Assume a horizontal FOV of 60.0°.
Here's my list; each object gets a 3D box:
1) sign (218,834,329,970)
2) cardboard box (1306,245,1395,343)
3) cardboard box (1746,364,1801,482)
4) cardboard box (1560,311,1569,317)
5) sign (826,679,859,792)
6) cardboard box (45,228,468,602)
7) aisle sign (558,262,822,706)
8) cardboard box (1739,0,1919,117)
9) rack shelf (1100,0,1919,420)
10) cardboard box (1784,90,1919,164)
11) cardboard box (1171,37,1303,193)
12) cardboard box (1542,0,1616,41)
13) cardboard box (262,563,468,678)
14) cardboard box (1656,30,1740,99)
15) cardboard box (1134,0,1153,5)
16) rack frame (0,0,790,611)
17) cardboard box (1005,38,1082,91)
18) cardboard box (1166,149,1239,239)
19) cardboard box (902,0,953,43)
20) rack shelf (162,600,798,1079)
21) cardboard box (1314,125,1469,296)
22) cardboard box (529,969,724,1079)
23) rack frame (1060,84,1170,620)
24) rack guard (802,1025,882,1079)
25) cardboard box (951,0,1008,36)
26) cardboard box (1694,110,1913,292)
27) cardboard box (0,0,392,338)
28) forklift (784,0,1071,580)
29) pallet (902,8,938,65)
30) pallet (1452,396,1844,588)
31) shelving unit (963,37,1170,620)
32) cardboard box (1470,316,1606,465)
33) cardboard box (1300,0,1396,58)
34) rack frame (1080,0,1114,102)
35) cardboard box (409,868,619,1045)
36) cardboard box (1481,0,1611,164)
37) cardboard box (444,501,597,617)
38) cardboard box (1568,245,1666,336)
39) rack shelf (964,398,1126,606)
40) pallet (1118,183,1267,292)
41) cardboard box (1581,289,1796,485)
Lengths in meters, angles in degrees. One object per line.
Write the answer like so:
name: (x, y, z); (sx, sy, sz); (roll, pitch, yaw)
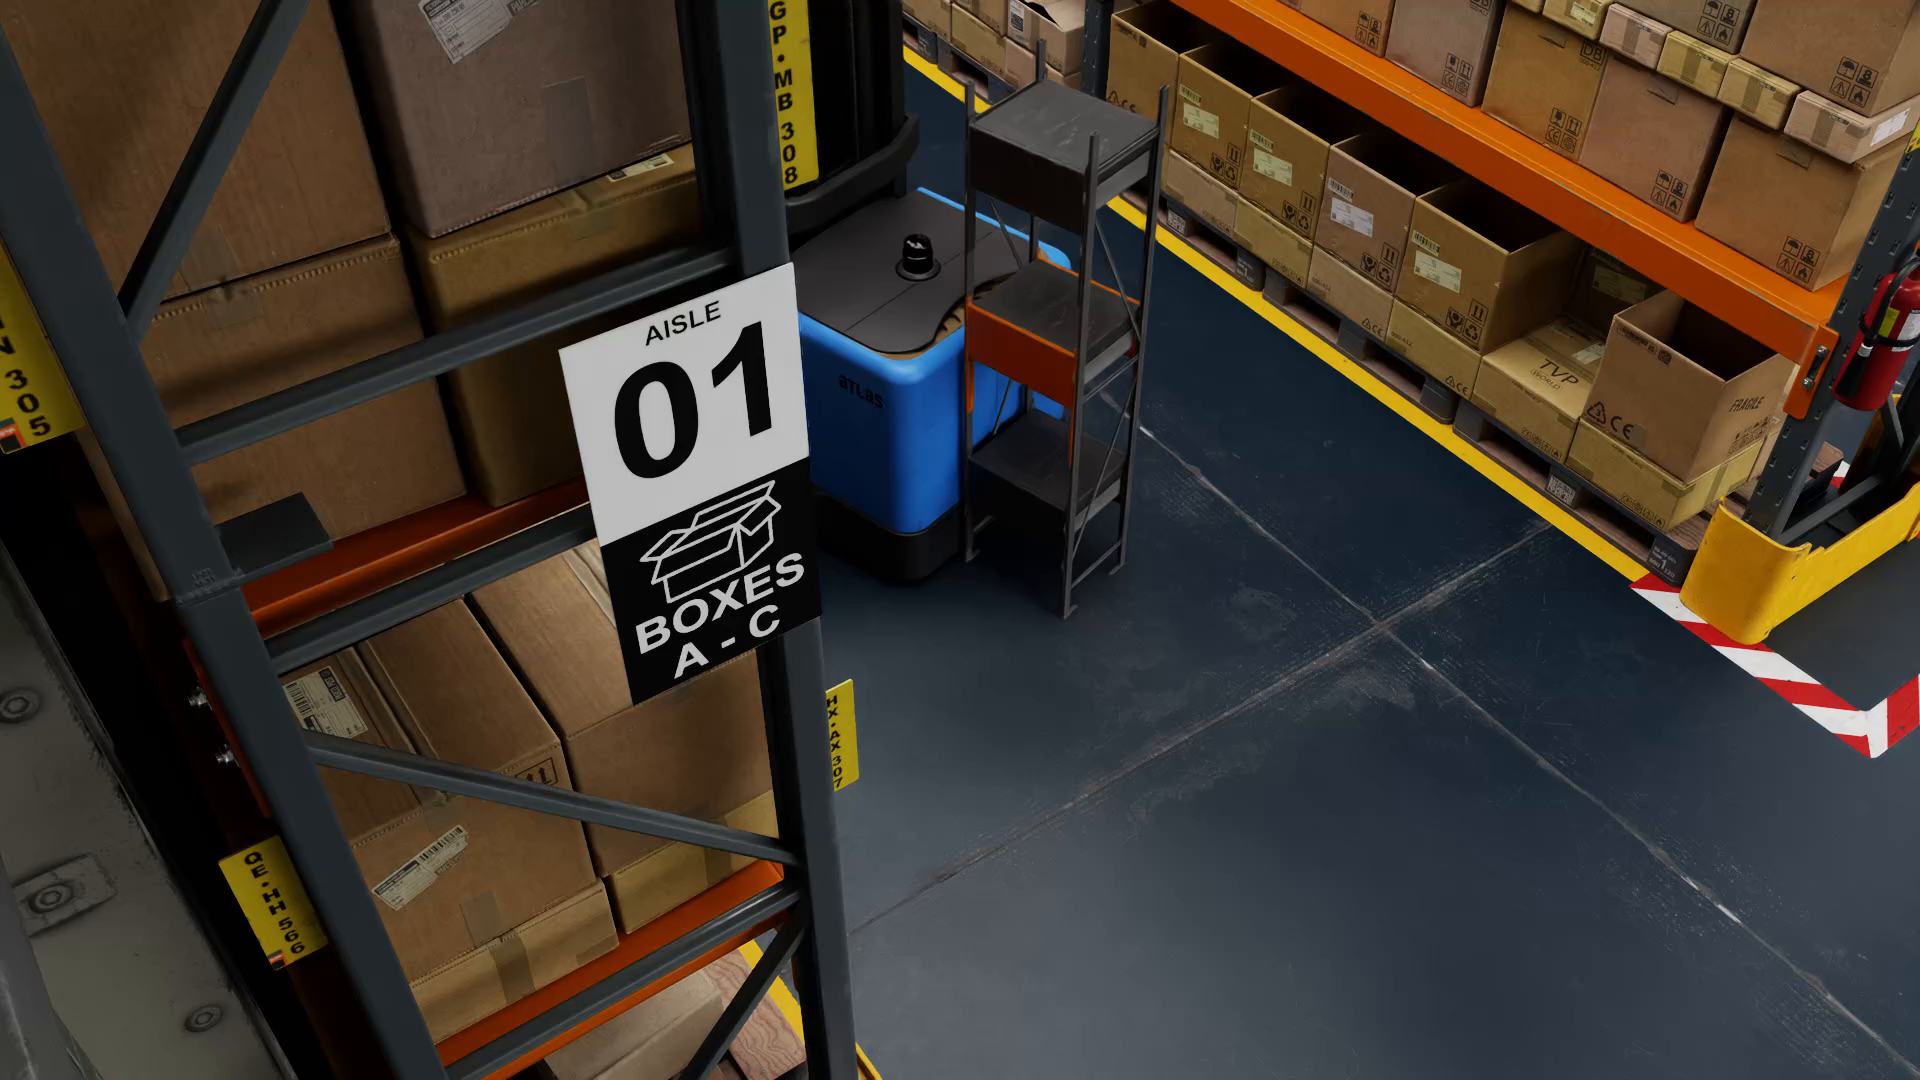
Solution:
sign: (-1.175, 0.625, 2.855); (0.100, 0.325, 0.005); (-26, 49, -24)
cardboard box: (1.936, -1.198, 7.519); (0.500, 0.250, 0.500); (-26, 49, -24)
cardboard box: (3.229, -0.557, 6.849); (0.500, 0.250, 0.500); (-26, 49, -24)
cardboard box: (2.654, -1.122, 7.441); (0.500, 0.250, 0.500); (-26, 49, -24)
sign: (-0.263, 0.423, 3.508); (0.100, 0.325, 0.005); (-26, 49, -24)
cardboard box: (-1.154, -0.314, 2.648); (0.500, 0.500, 0.500); (-22, 48, -22)
aisle sign: (-0.421, -0.068, 2.766); (0.394, 0.787, 0.004); (-26, 49, -24)
cardboard box: (3.066, -1.813, 5.465); (0.700, 0.500, 0.500); (-26, 49, -24)
rack shelf: (2.209, -1.881, 7.069); (1.077, 0.370, 4.000); (-26, 49, -24)
cardboard box: (2.978, -1.420, 5.523); (0.380, 0.149, 0.250); (-27, 50, -25)
cardboard box: (1.366, -2.036, 7.855); (0.500, 0.500, 0.500); (-26, 49, -24)
cardboard box: (2.388, -2.005, 6.136); (0.380, 0.149, 0.250); (-24, 49, -23)
cardboard box: (-1.432, 0.254, 3.862); (0.500, 0.500, 0.500); (-25, 49, -24)
cardboard box: (2.681, -1.713, 5.830); (0.380, 0.149, 0.250); (-26, 50, -25)
cardboard box: (1.033, -2.967, 8.966); (0.500, 0.311, 0.500); (-26, 49, -24)
rack frame: (-0.708, -1.219, 1.511); (1.000, 3.000, 0.127); (-26, 49, -24)
cardboard box: (0.590, -2.552, 8.938); (0.500, 0.250, 0.500); (-26, 50, -25)
cardboard box: (1.363, -1.764, 8.112); (0.500, 0.250, 0.500); (-26, 49, -24)
cardboard box: (0.009, -3.128, 9.542); (0.500, 0.250, 0.500); (-25, 49, -24)
rack shelf: (-1.852, 0.078, 5.017); (1.077, 0.370, 4.000); (-26, 49, -24)
cardboard box: (1.933, -1.467, 7.259); (0.500, 0.500, 0.500); (-26, 49, -24)
cardboard box: (-1.030, 1.337, 4.806); (0.500, 0.311, 0.500); (-31, 52, -29)
rack frame: (0.523, -0.558, 5.814); (0.015, 2.100, 0.400); (30, 51, 28)
rack guard: (-0.751, 1.812, 4.490); (1.175, 0.500, 0.348); (-26, 49, -24)
cardboard box: (0.295, -3.042, 9.046); (0.500, 0.311, 0.500); (-24, 49, -23)
cardboard box: (3.096, -1.314, 5.882); (0.700, 0.500, 0.500); (-26, 49, -24)
cardboard box: (-1.169, -0.680, 2.307); (0.500, 0.500, 0.500); (-24, 48, -23)
forklift: (-1.014, -1.769, 6.480); (3.031, 2.935, 1.130); (30, 51, 28)
pallet: (-0.091, -3.359, 10.115); (1.003, 0.211, 1.213); (-26, 49, -24)
pallet: (2.881, -0.416, 7.033); (1.003, 0.211, 1.213); (-26, 49, -24)
shelving unit: (0.335, -0.666, 5.927); (0.503, 2.100, 0.431); (30, 51, 28)
cardboard box: (2.508, -0.631, 6.926); (0.500, 0.250, 0.500); (-26, 49, -24)
cardboard box: (1.915, -2.479, 7.102); (0.700, 0.500, 0.500); (-25, 49, -24)
rack frame: (1.065, -3.274, 8.007); (1.000, 3.000, 0.127); (-26, 49, -24)
cardboard box: (-1.134, 0.809, 3.824); (0.500, 0.250, 0.500); (-25, 49, -24)
cardboard box: (2.513, -1.893, 6.488); (0.700, 0.500, 0.500); (-25, 49, -24)
cardboard box: (-1.009, 0.053, 4.073); (0.500, 0.500, 0.500); (-26, 49, -24)
cardboard box: (2.941, -1.111, 6.886); (0.500, 0.500, 0.500); (-26, 49, -24)
rack shelf: (0.335, -0.150, 6.420); (0.480, 0.518, 0.431); (30, 51, 28)
pallet: (1.485, -1.798, 8.481); (1.003, 0.211, 1.213); (-26, 49, -24)
cardboard box: (2.802, -0.623, 6.375); (0.500, 0.500, 0.500); (-26, 49, -24)
